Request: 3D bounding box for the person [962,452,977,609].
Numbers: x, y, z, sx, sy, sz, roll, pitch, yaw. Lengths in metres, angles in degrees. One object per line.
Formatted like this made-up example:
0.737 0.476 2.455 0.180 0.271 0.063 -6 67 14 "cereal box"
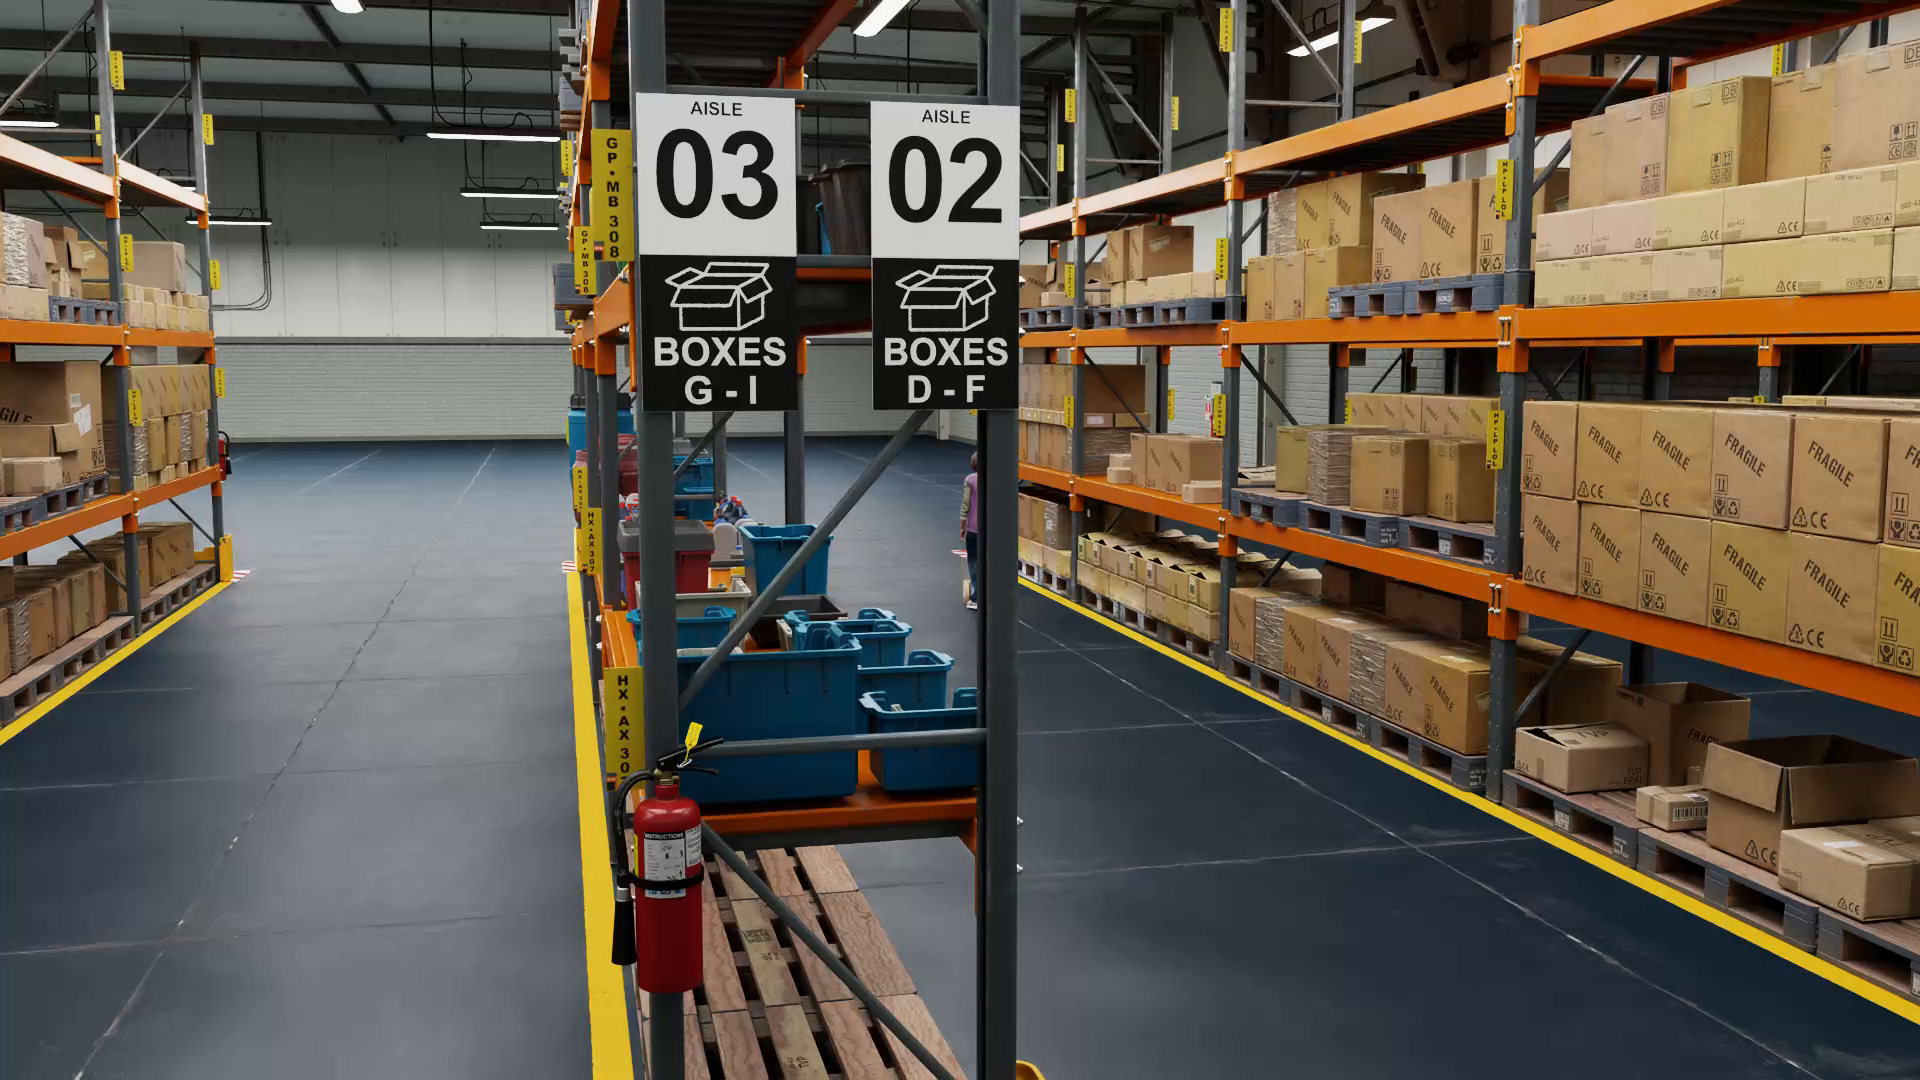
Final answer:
0.244 -0.097 16.747 0.461 1.593 0.344 -1 6 -12 "person"
